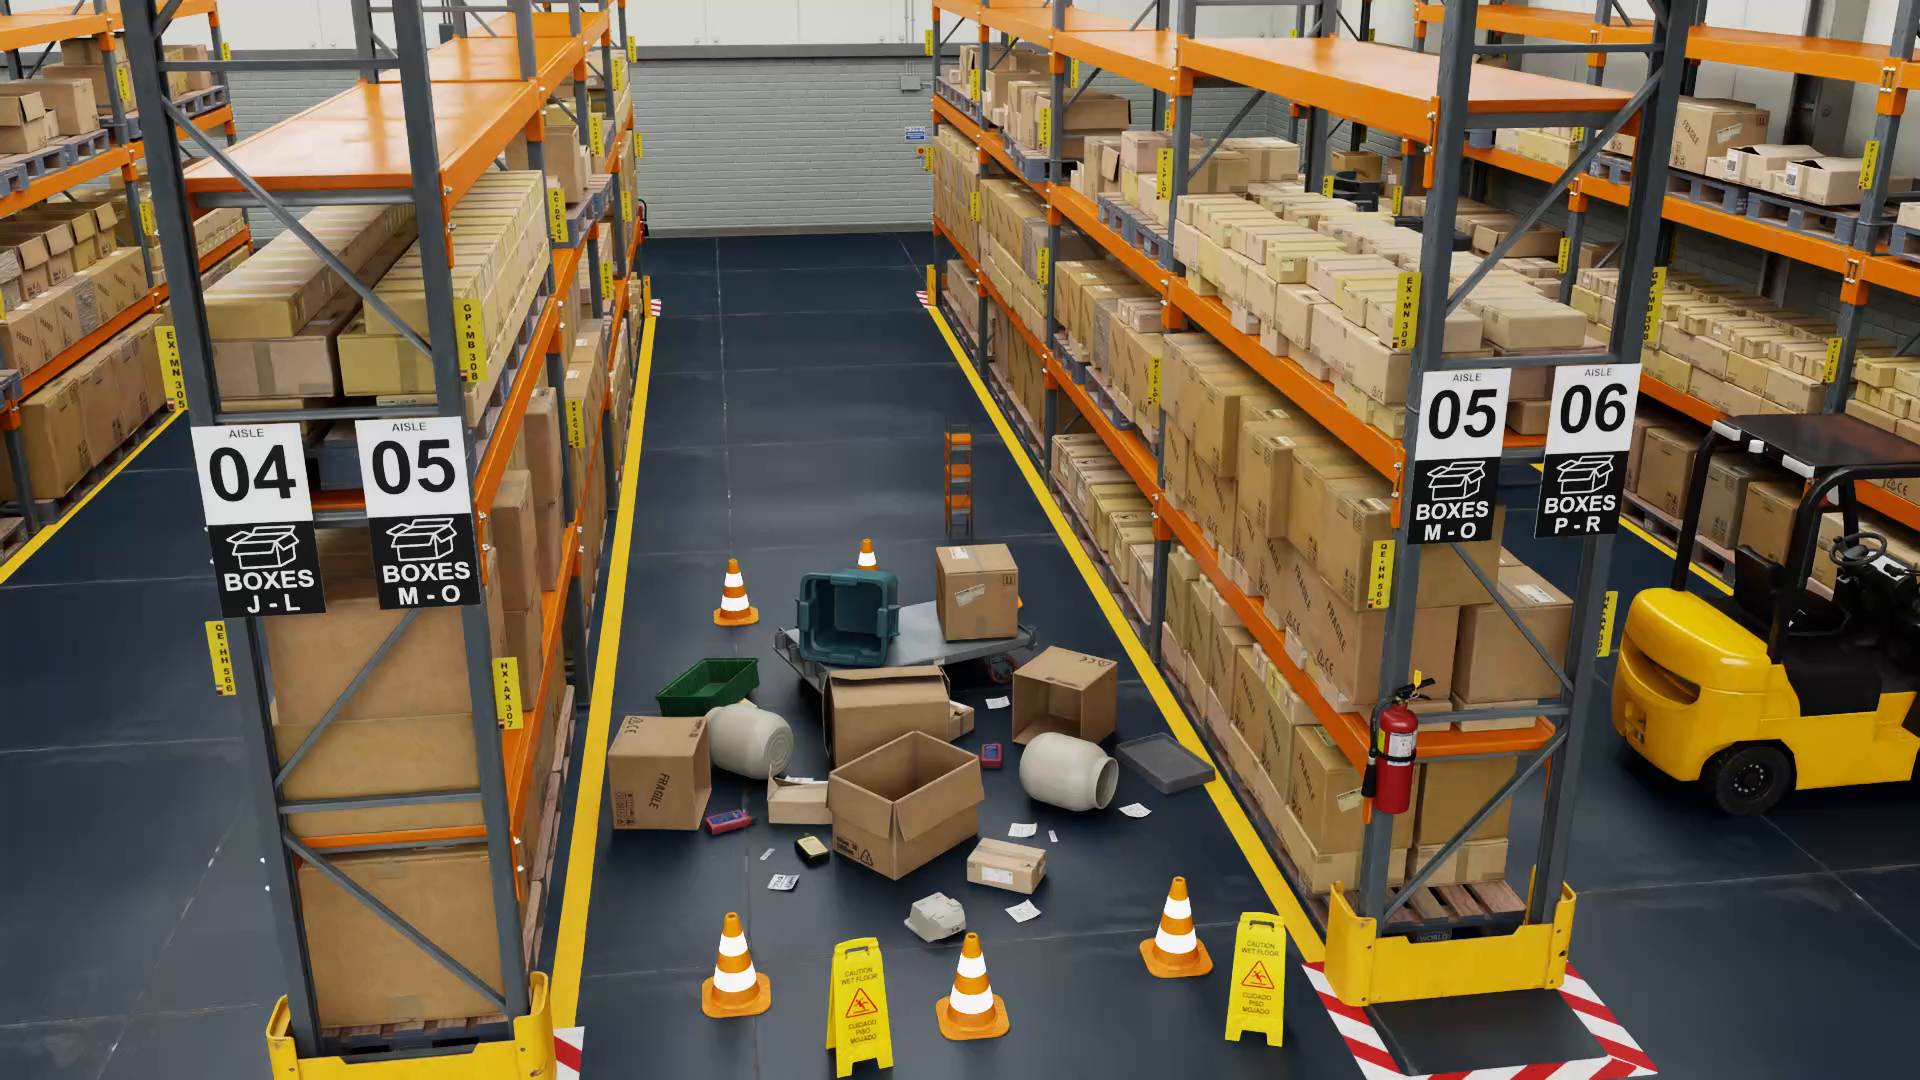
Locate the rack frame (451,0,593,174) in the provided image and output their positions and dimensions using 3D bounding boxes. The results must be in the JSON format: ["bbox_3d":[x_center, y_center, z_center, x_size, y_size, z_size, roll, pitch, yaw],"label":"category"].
[{"bbox_3d":[-3.590,-4.471,13.399,1.000,3.000,0.127,-3,21,-8],"label":"rack frame"}]

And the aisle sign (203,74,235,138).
[{"bbox_3d":[-9.379,-5.473,20.941,0.394,0.787,0.004,-3,21,-8],"label":"aisle sign"}]

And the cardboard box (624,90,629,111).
[{"bbox_3d":[-4.277,-5.272,20.047,0.500,0.250,0.500,-2,21,-5],"label":"cardboard box"}]

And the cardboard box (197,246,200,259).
[{"bbox_3d":[-8.990,-3.280,19.145,0.380,0.149,0.250,-3,21,-7],"label":"cardboard box"}]

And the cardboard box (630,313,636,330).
[{"bbox_3d":[-4.124,-2.634,20.104,0.380,0.149,0.250,-3,21,-8],"label":"cardboard box"}]

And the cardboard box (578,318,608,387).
[{"bbox_3d":[-3.259,-1.565,14.050,0.500,0.500,0.500,-3,21,-8],"label":"cardboard box"}]

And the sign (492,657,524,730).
[{"bbox_3d":[-1.886,0.641,6.937,0.100,0.325,0.005,-3,21,-8],"label":"sign"}]

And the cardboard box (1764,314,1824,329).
[{"bbox_3d":[6.812,-1.739,13.589,0.380,0.149,0.250,-3,21,-8],"label":"cardboard box"}]

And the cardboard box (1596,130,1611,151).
[{"bbox_3d":[5.955,-3.600,14.945,0.380,0.166,0.250,-3,21,-8],"label":"cardboard box"}]

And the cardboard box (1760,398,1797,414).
[{"bbox_3d":[6.450,-0.903,12.635,0.500,0.250,0.500,-2,21,-7],"label":"cardboard box"}]

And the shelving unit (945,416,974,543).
[{"bbox_3d":[-0.008,-0.510,14.156,0.215,1.050,0.252,-3,21,-8],"label":"shelving unit"}]

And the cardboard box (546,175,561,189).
[{"bbox_3d":[-3.073,-2.520,11.912,0.396,0.266,0.258,-3,21,-8],"label":"cardboard box"}]

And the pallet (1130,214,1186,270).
[{"bbox_3d":[1.887,-2.096,11.597,1.213,0.211,1.003,-3,21,-8],"label":"pallet"}]

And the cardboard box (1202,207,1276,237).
[{"bbox_3d":[1.689,-1.915,10.063,0.380,0.149,0.250,-4,21,-10],"label":"cardboard box"}]

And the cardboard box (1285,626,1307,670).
[{"bbox_3d":[1.953,0.564,8.851,0.380,0.149,0.250,-3,21,-7],"label":"cardboard box"}]

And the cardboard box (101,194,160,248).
[{"bbox_3d":[-8.905,-3.429,17.902,0.500,0.500,0.500,-3,21,-8],"label":"cardboard box"}]

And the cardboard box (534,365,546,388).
[{"bbox_3d":[-2.994,-0.722,10.179,0.875,0.550,0.550,-3,21,-8],"label":"cardboard box"}]

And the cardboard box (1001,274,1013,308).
[{"bbox_3d":[0.717,-2.563,17.080,0.500,0.250,0.500,-3,21,-9],"label":"cardboard box"}]

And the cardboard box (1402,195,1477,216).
[{"bbox_3d":[5.477,-3.646,19.023,0.700,0.500,0.500,-2,21,-6],"label":"cardboard box"}]

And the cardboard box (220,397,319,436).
[{"bbox_3d":[-2.820,-0.520,6.723,0.380,0.149,0.250,-3,21,-8],"label":"cardboard box"}]

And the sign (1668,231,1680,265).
[{"bbox_3d":[6.754,-2.768,15.760,0.100,0.325,0.005,-3,21,-8],"label":"sign"}]

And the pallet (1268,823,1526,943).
[{"bbox_3d":[2.354,1.822,9.111,1.003,0.211,1.213,-3,21,-8],"label":"pallet"}]

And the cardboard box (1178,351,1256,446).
[{"bbox_3d":[1.771,-0.873,10.345,0.700,0.500,0.500,-3,21,-7],"label":"cardboard box"}]

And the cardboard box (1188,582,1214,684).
[{"bbox_3d":[1.777,0.583,10.701,0.500,0.500,0.500,-2,21,-6],"label":"cardboard box"}]

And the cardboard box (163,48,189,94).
[{"bbox_3d":[-9.576,-5.532,19.643,0.700,0.500,0.500,-4,21,-10],"label":"cardboard box"}]

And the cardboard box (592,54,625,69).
[{"bbox_3d":[-4.283,-5.821,20.230,0.380,0.149,0.250,-3,21,-7],"label":"cardboard box"}]

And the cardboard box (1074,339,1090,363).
[{"bbox_3d":[1.177,-1.609,14.071,0.380,0.149,0.250,-3,21,-7],"label":"cardboard box"}]

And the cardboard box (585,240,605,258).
[{"bbox_3d":[-3.770,-2.915,16.717,0.380,0.149,0.250,-4,21,-10],"label":"cardboard box"}]

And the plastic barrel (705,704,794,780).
[{"bbox_3d":[-1.332,1.247,10.347,0.512,0.421,0.421,12,24,30],"label":"plastic barrel"}]

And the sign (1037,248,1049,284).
[{"bbox_3d":[0.745,-2.458,14.930,0.100,0.325,0.005,-3,21,-8],"label":"sign"}]

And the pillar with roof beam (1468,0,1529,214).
[{"bbox_3d":[2.160,-6.461,18.729,9.100,9.000,0.400,-3,21,-8],"label":"pillar with roof beam"}]

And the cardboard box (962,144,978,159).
[{"bbox_3d":[0.236,-4.685,20.049,0.380,0.149,0.250,-3,21,-9],"label":"cardboard box"}]

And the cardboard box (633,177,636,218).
[{"bbox_3d":[-4.354,-4.295,20.935,0.500,0.500,0.500,-3,21,-9],"label":"cardboard box"}]

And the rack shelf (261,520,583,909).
[{"bbox_3d":[-2.725,0.754,9.012,1.077,0.370,4.000,-3,21,-8],"label":"rack shelf"}]

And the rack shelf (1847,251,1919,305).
[{"bbox_3d":[7.070,-1.187,9.923,1.077,0.370,4.000,-3,21,-8],"label":"rack shelf"}]

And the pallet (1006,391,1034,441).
[{"bbox_3d":[1.082,-1.337,17.568,1.003,0.211,1.213,-3,21,-8],"label":"pallet"}]

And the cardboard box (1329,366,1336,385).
[{"bbox_3d":[2.076,-0.841,8.328,0.380,0.149,0.250,-3,21,-7],"label":"cardboard box"}]

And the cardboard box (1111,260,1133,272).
[{"bbox_3d":[1.635,-2.185,14.684,0.500,0.500,0.500,-4,21,-9],"label":"cardboard box"}]

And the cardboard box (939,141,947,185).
[{"bbox_3d":[0.010,-4.871,21.473,0.500,0.500,0.500,-3,21,-9],"label":"cardboard box"}]

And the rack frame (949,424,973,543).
[{"bbox_3d":[0.010,-0.468,14.043,0.200,1.050,0.008,-3,21,-8],"label":"rack frame"}]

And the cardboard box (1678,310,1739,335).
[{"bbox_3d":[6.185,-1.798,13.748,0.380,0.149,0.250,-3,21,-9],"label":"cardboard box"}]

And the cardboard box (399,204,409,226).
[{"bbox_3d":[-3.186,-1.773,8.940,0.380,0.149,0.250,-3,21,-9],"label":"cardboard box"}]

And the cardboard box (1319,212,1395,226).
[{"bbox_3d":[2.362,-1.858,9.911,0.380,0.149,0.250,-2,21,-6],"label":"cardboard box"}]

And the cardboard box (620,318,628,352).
[{"bbox_3d":[-3.809,-2.177,17.733,0.500,0.250,0.500,-3,21,-9],"label":"cardboard box"}]

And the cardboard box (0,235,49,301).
[{"bbox_3d":[-8.693,-2.442,14.964,0.797,0.503,0.637,-2,21,-6],"label":"cardboard box"}]

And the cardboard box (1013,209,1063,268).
[{"bbox_3d":[0.814,-2.976,16.398,0.500,0.500,0.500,-3,21,-8],"label":"cardboard box"}]

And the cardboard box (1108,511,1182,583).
[{"bbox_3d":[1.686,0.044,13.041,0.950,0.372,0.625,-2,21,-4],"label":"cardboard box"}]

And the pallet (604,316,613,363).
[{"bbox_3d":[-3.798,-1.812,15.128,1.213,0.211,1.003,-3,21,-8],"label":"pallet"}]

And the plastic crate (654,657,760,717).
[{"bbox_3d":[-1.692,1.009,11.238,0.450,0.188,0.662,-2,18,24],"label":"plastic crate"}]

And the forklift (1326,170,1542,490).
[{"bbox_3d":[3.821,-1.754,14.798,3.031,2.935,1.130,-1,21,-3],"label":"forklift"}]

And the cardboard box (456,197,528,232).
[{"bbox_3d":[-2.498,-1.719,8.794,0.380,0.149,0.250,-3,21,-8],"label":"cardboard box"}]

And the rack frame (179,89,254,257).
[{"bbox_3d":[-9.666,-4.215,21.289,1.000,3.000,0.127,-3,21,-8],"label":"rack frame"}]

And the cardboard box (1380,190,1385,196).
[{"bbox_3d":[5.596,-4.358,21.462,0.500,0.250,0.500,-3,21,-8],"label":"cardboard box"}]

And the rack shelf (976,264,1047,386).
[{"bbox_3d":[1.006,-2.300,17.191,1.077,0.370,4.000,-3,21,-8],"label":"rack shelf"}]

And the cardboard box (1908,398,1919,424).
[{"bbox_3d":[6.672,-0.860,11.237,0.380,0.149,0.250,-3,21,-8],"label":"cardboard box"}]

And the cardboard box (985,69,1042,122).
[{"bbox_3d":[0.558,-4.659,17.447,0.500,0.500,0.500,-3,21,-9],"label":"cardboard box"}]
